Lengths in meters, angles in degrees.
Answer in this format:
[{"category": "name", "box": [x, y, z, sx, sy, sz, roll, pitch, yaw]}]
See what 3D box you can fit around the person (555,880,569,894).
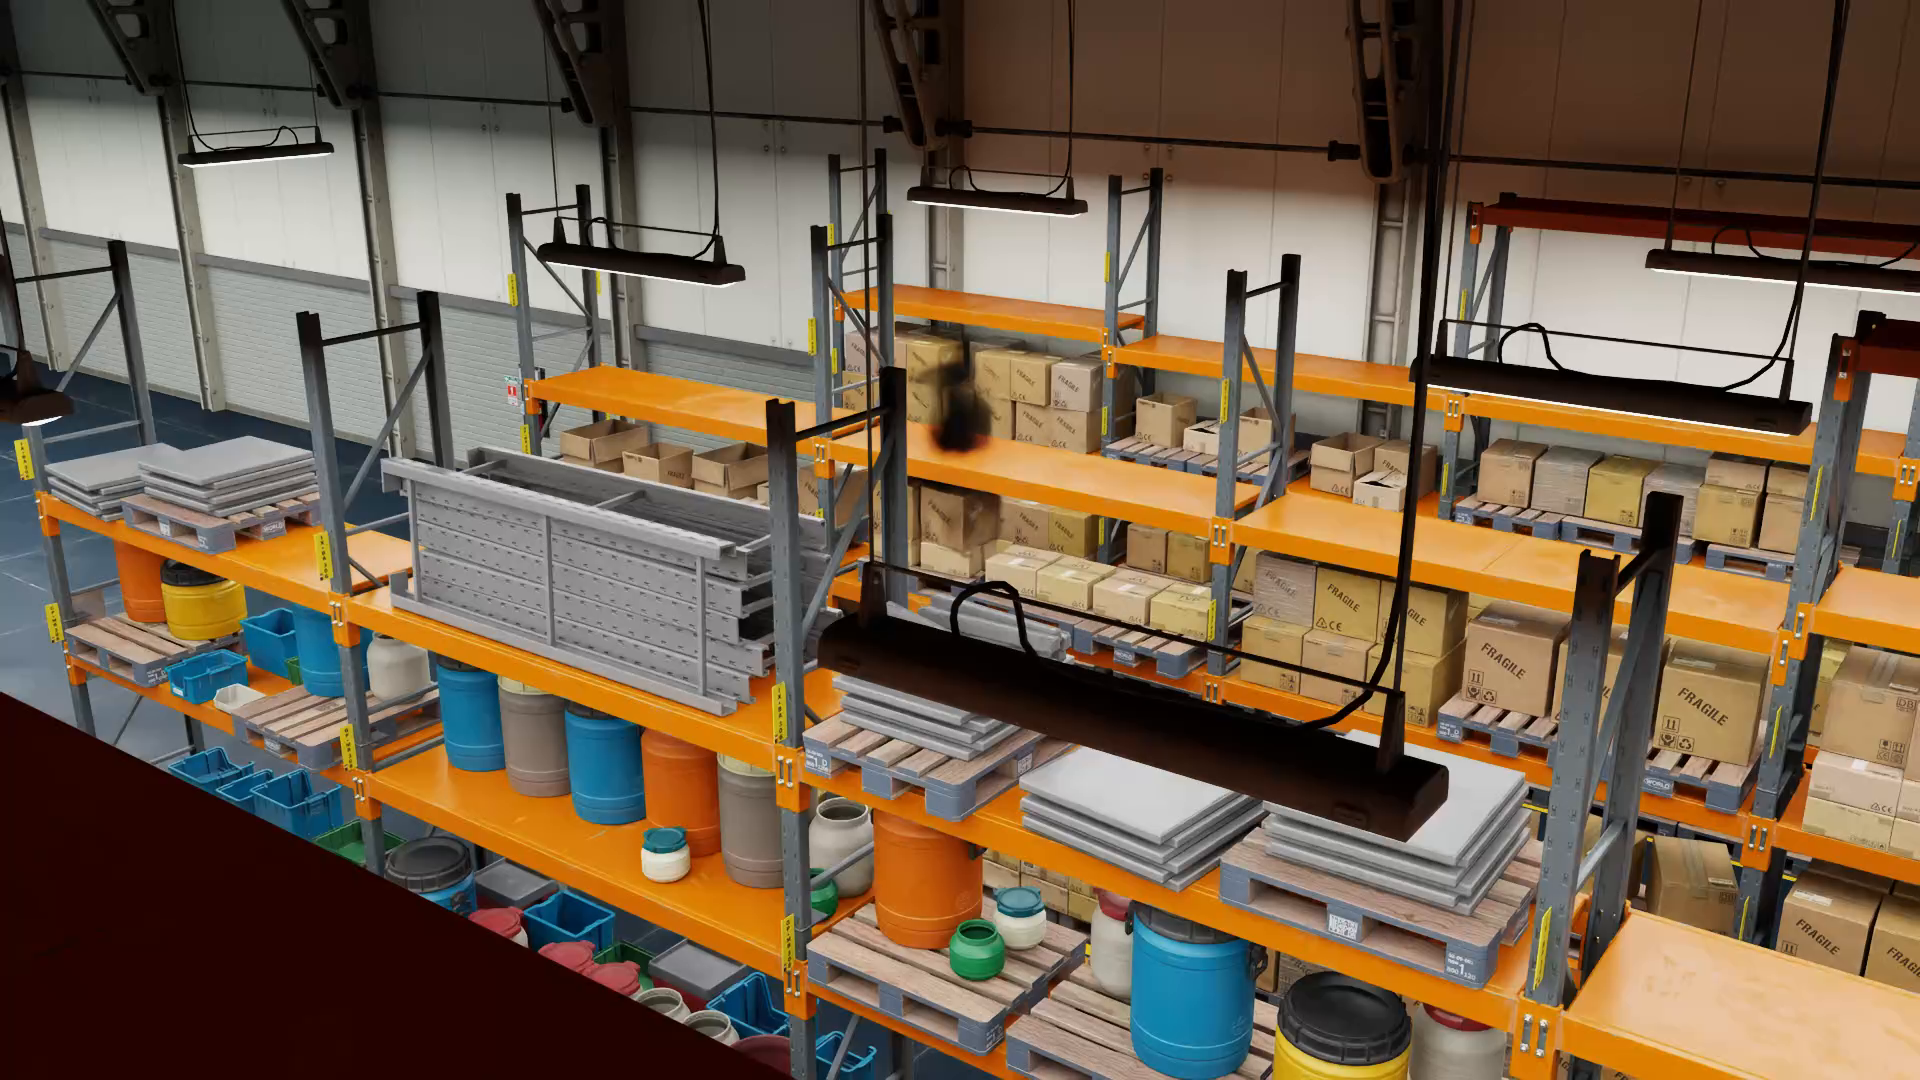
[{"category": "person", "box": [-3.495, 2.769, 14.247, 0.866, 1.677, 0.614, 15, 24, 38]}]
